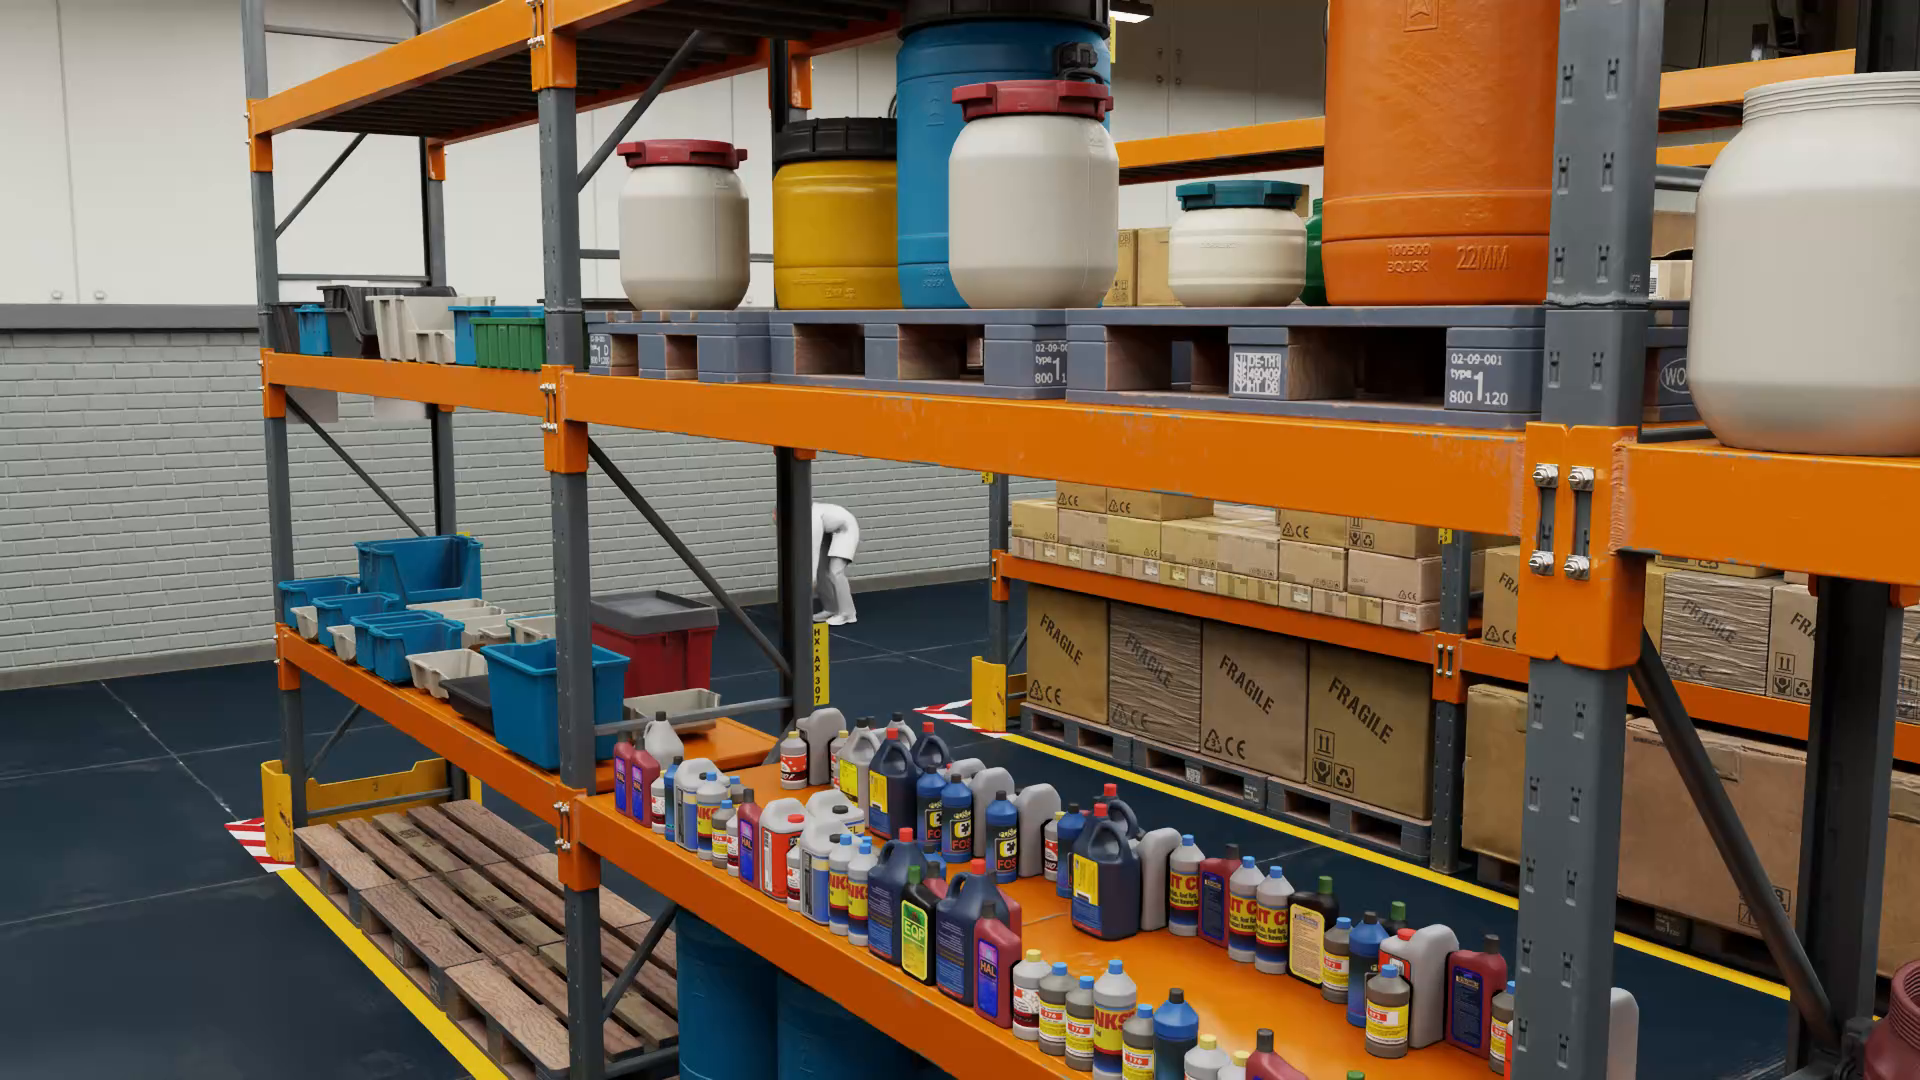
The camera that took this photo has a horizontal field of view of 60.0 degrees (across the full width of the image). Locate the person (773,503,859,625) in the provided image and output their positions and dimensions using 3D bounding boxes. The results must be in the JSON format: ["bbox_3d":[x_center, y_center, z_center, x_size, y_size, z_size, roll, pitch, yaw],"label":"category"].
[{"bbox_3d":[-1.418,0.222,16.253,0.929,1.234,0.560,-6,10,-38],"label":"person"}]
